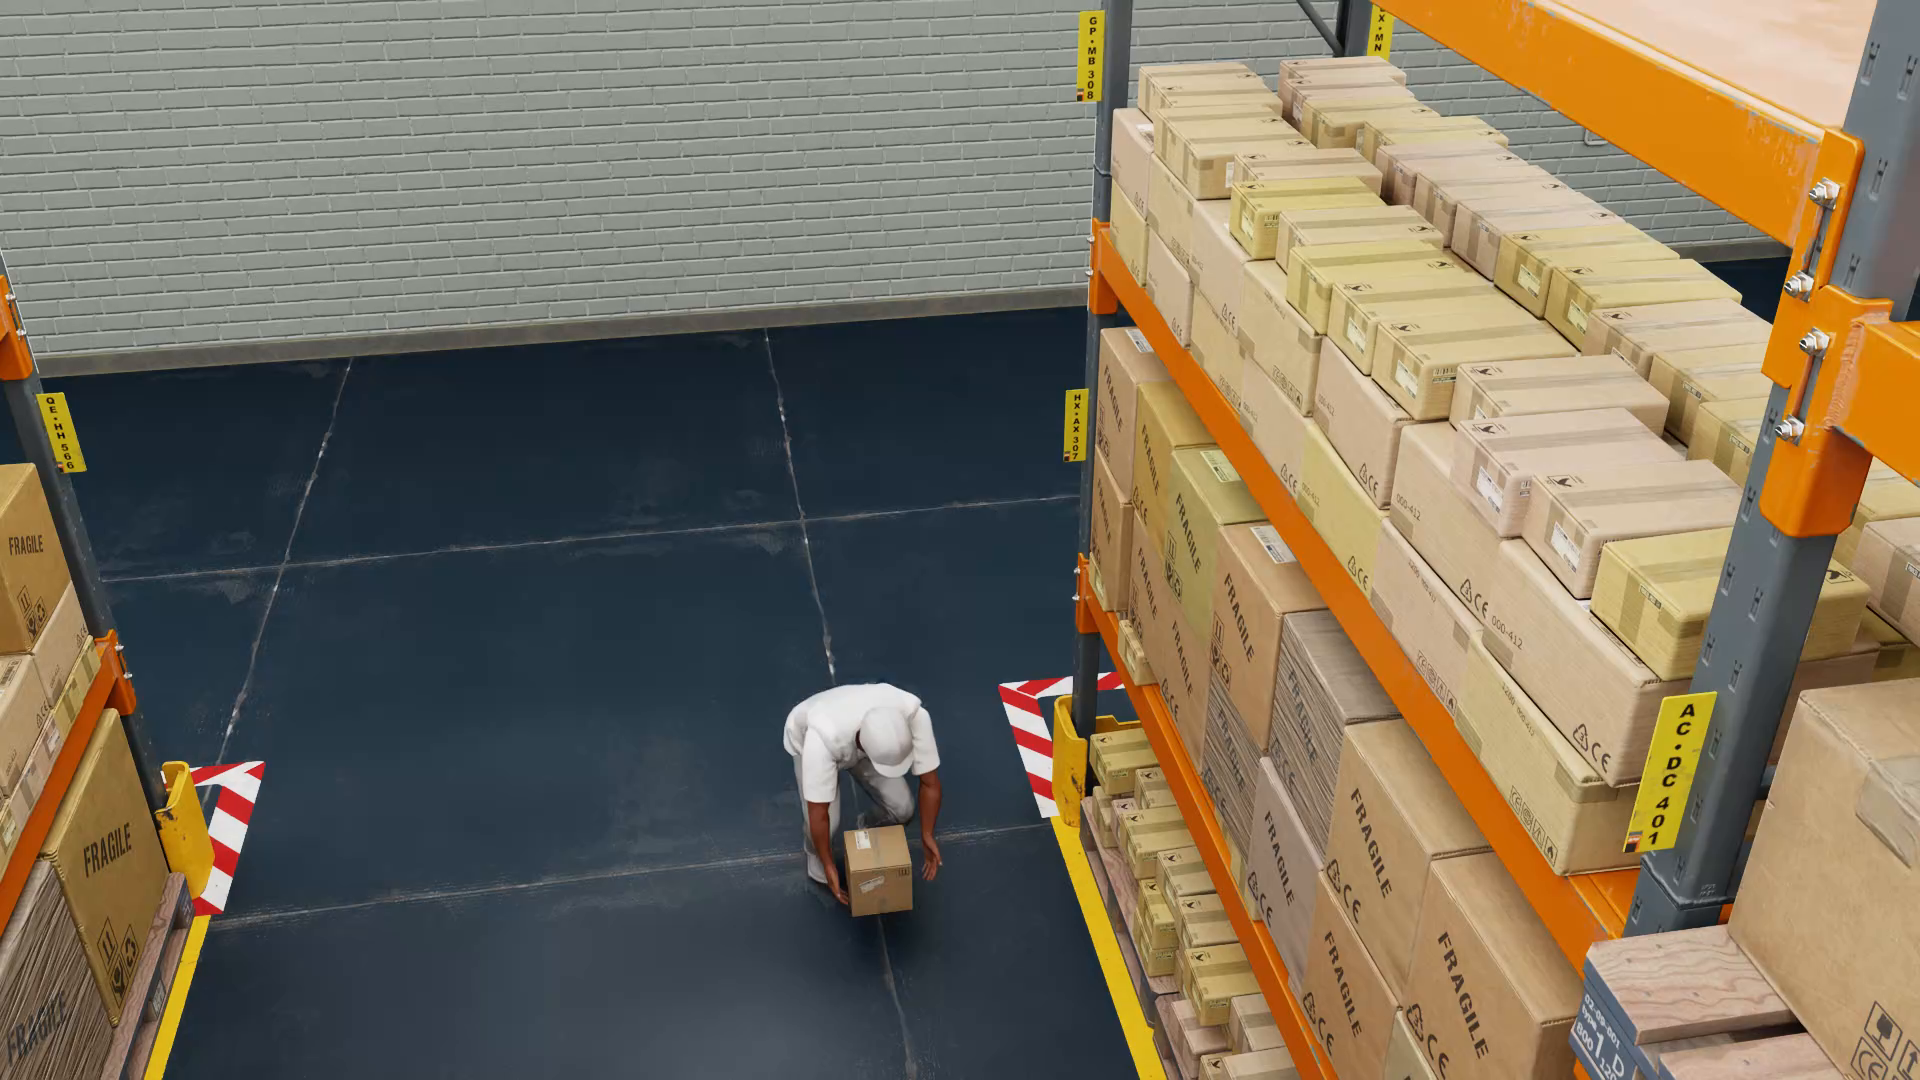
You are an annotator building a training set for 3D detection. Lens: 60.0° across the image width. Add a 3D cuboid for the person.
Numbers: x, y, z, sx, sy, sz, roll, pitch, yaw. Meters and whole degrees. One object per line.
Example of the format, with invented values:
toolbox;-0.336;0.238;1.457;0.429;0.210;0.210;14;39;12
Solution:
person;-0.417;0.997;7.092;0.599;1.090;0.862;-10;32;-17
